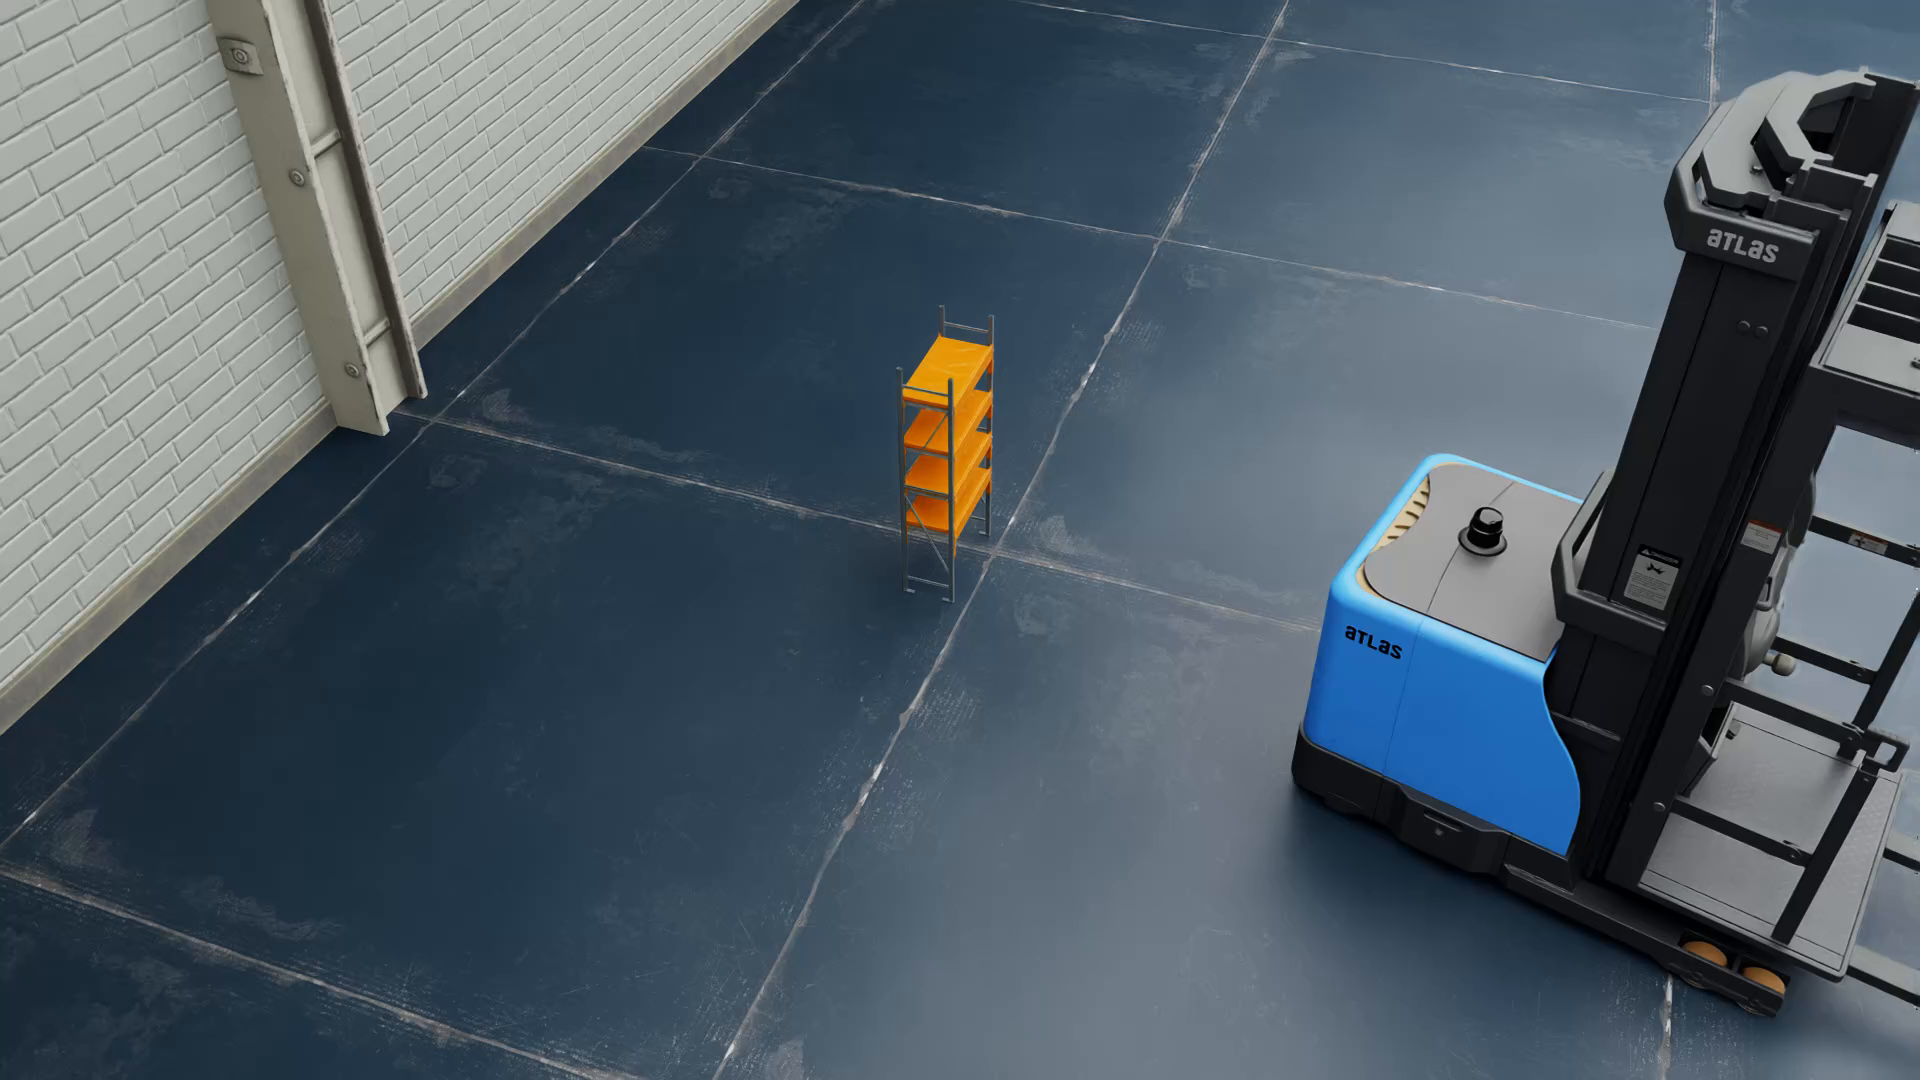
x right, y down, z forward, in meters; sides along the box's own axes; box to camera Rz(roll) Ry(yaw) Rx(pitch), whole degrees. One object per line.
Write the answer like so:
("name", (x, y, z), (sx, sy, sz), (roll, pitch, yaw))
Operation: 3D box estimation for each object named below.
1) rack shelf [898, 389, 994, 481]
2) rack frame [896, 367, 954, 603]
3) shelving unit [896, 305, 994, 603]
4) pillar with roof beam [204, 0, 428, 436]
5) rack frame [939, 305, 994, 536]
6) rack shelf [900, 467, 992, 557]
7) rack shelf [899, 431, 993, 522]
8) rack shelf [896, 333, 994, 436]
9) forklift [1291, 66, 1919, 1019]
("rack shelf", (-0.057, -0.474, 7.094), (0.258, 0.148, 0.480), (13, 42, 15))
("rack frame", (-0.140, -0.207, 7.021), (0.240, 1.200, 0.015), (13, 42, 15))
("shelving unit", (-0.057, -0.355, 7.196), (0.258, 1.200, 0.503), (13, 42, 15))
("pillar with roof beam", (1.088, -3.141, 4.452), (9.100, 9.000, 0.400), (13, 42, 15))
("rack frame", (0.027, -0.504, 7.370), (0.240, 1.200, 0.015), (13, 42, 15))
("rack shelf", (-0.057, -0.153, 7.368), (0.258, 0.148, 0.480), (13, 42, 15))
("rack shelf", (-0.057, -0.304, 7.239), (0.258, 0.148, 0.480), (13, 42, 15))
("rack shelf", (-0.057, -0.654, 6.941), (0.258, 0.148, 0.480), (13, 42, 15))
("forklift", (2.810, 0.134, 5.288), (3.031, 2.935, 1.130), (24, 46, 25))
